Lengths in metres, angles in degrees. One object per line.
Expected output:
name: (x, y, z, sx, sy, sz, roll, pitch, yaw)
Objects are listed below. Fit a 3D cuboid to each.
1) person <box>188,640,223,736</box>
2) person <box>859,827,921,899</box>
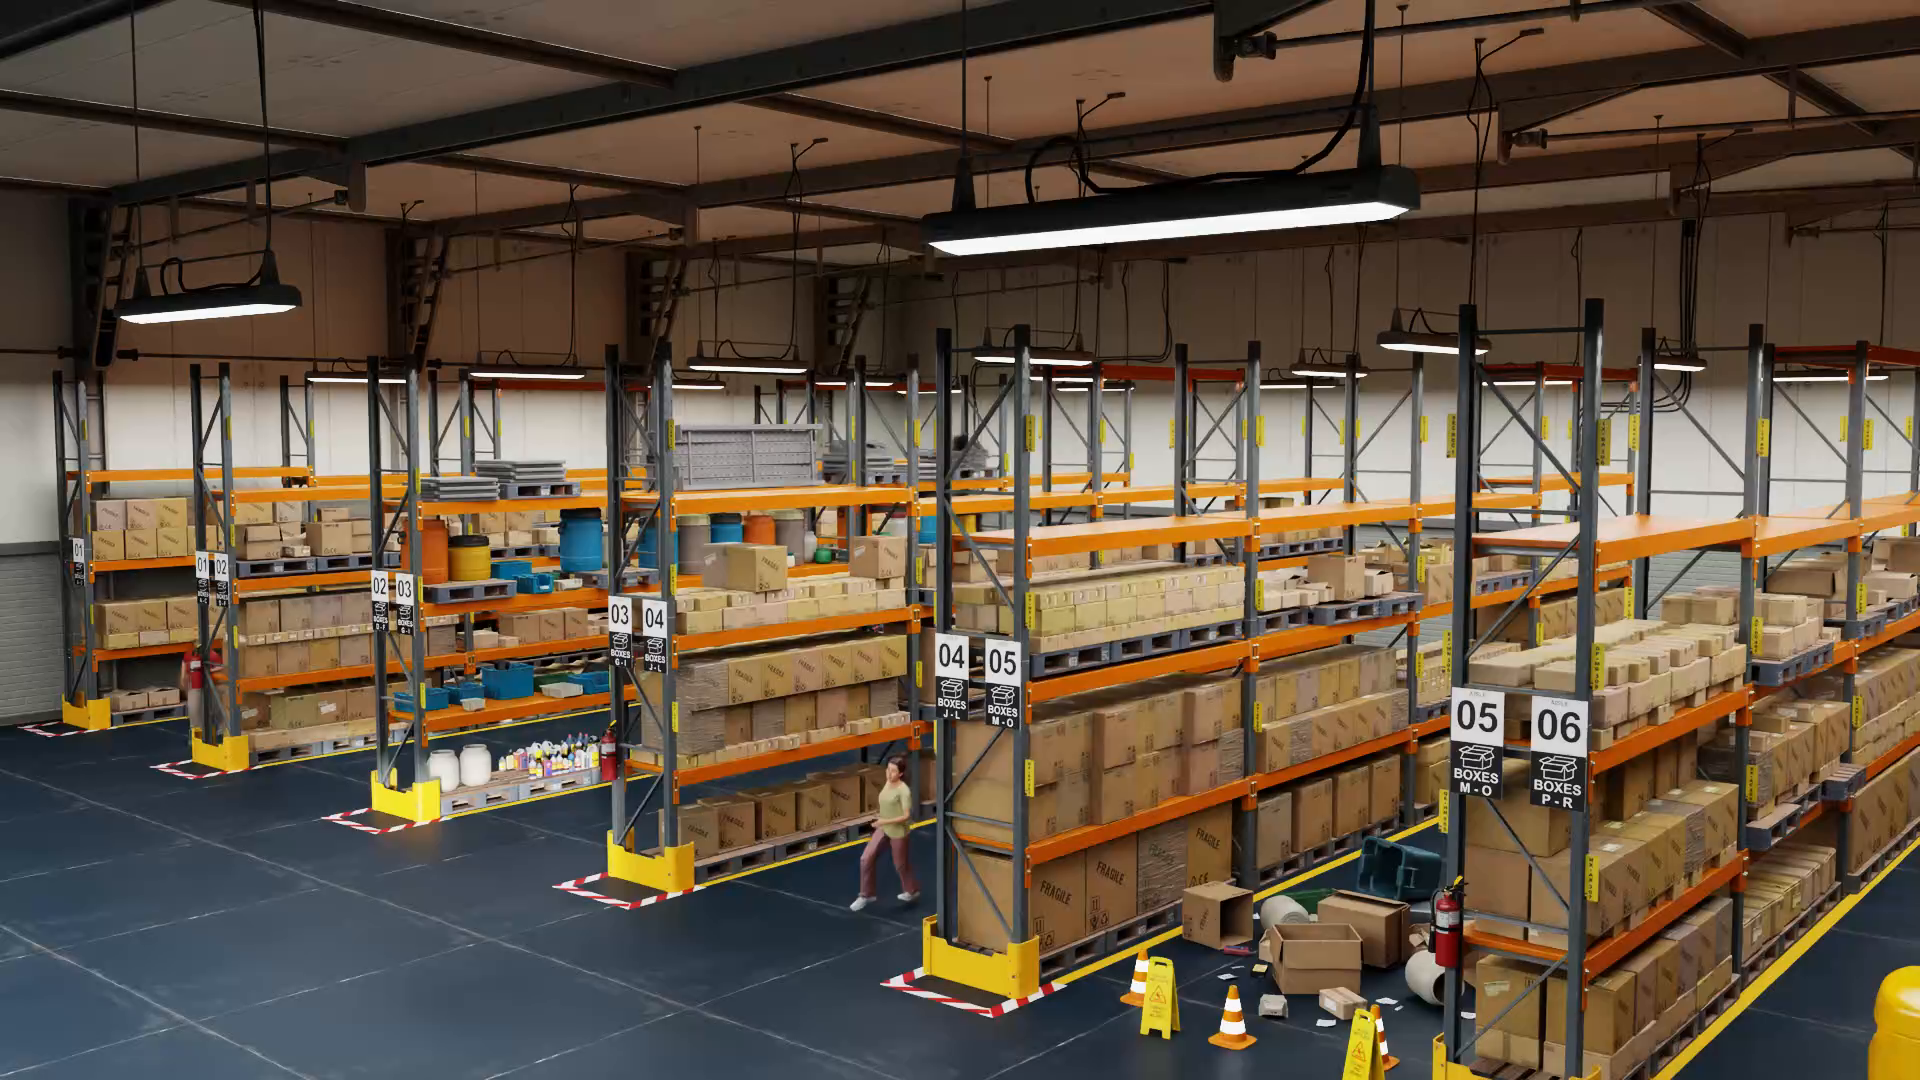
person: (-12.143, 2.350, 26.723, 0.432, 1.557, 0.798, 0, 4, -5)
person: (-0.694, 3.335, 17.498, 0.729, 0.891, 0.444, -4, 6, -43)
